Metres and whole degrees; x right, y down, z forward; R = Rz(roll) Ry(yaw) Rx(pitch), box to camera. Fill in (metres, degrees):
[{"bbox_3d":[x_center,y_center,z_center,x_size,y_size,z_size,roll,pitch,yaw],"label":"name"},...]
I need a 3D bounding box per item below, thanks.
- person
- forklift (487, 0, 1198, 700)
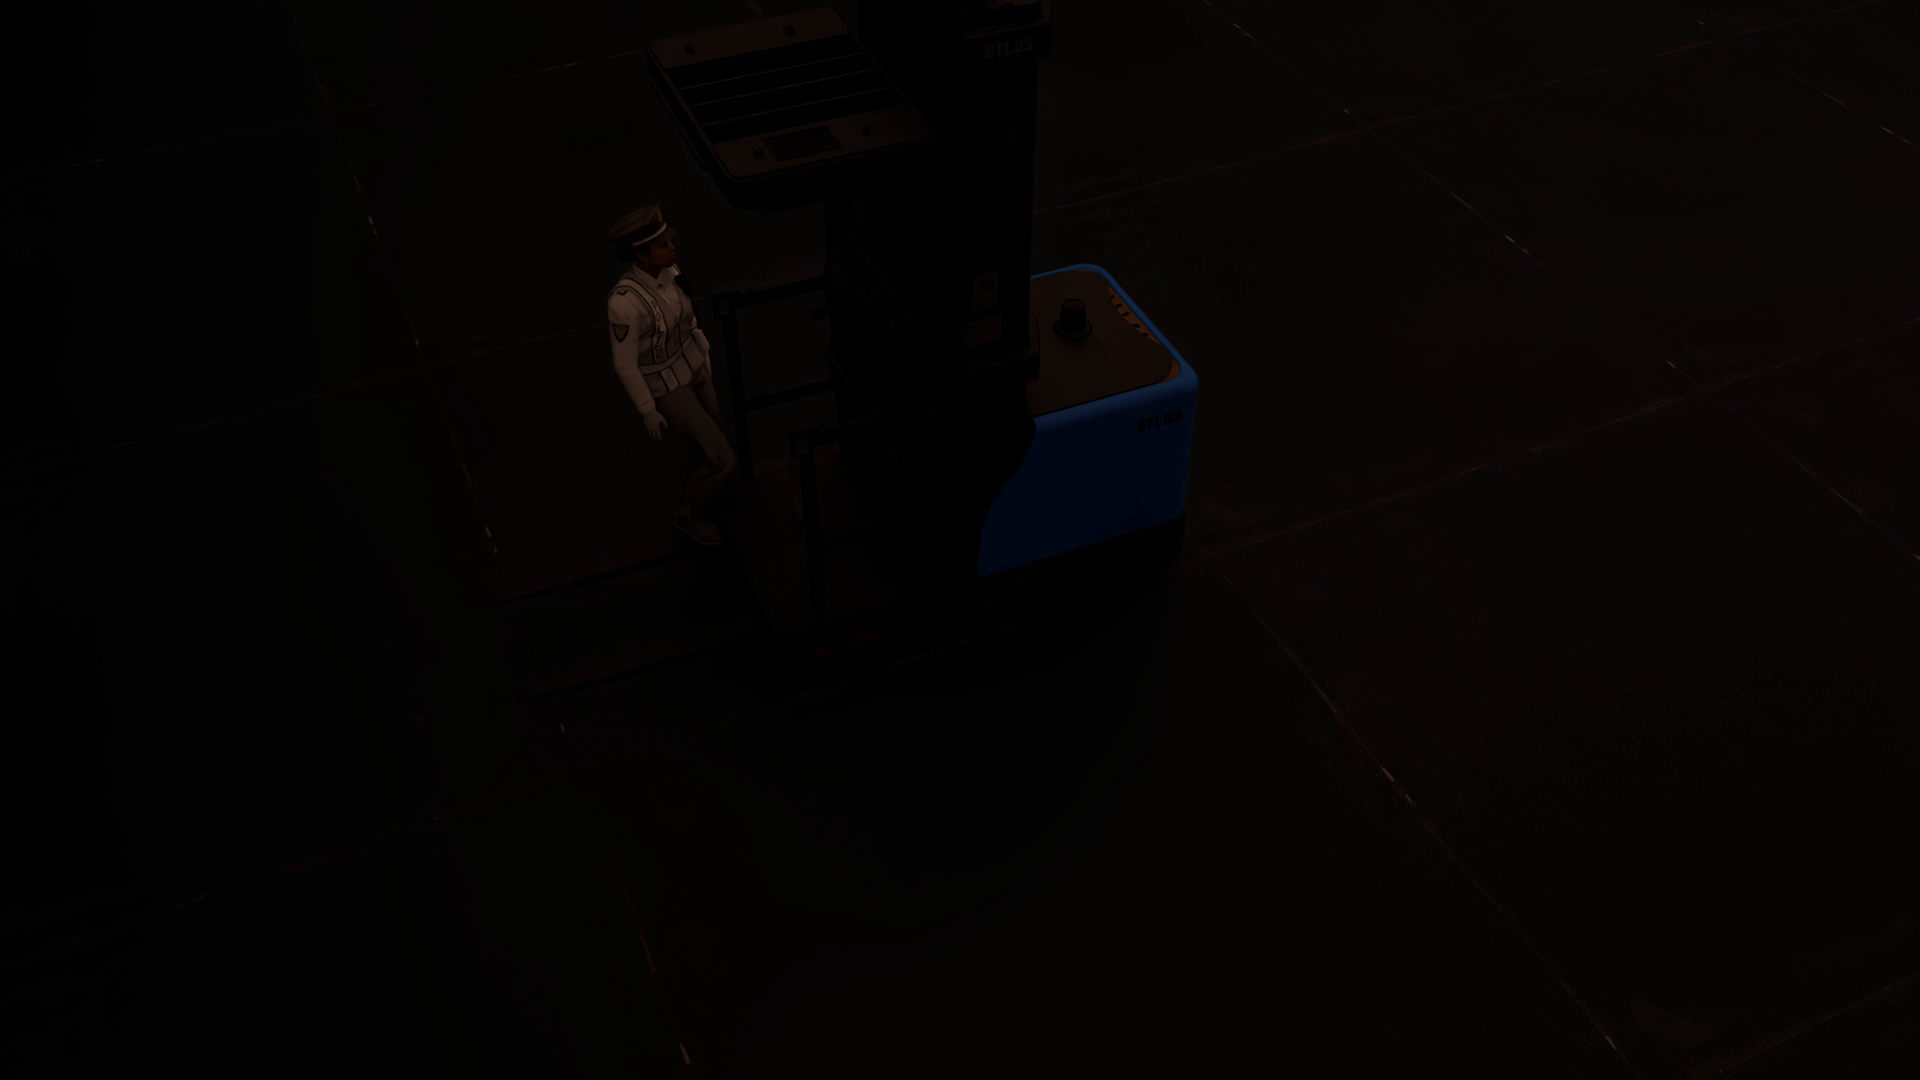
[{"bbox_3d":[-1.184,-0.682,7.235,0.552,1.661,0.588,13,45,14],"label":"person"},{"bbox_3d":[-0.540,-0.876,6.619,3.031,2.935,1.130,-16,45,-17],"label":"forklift"}]
